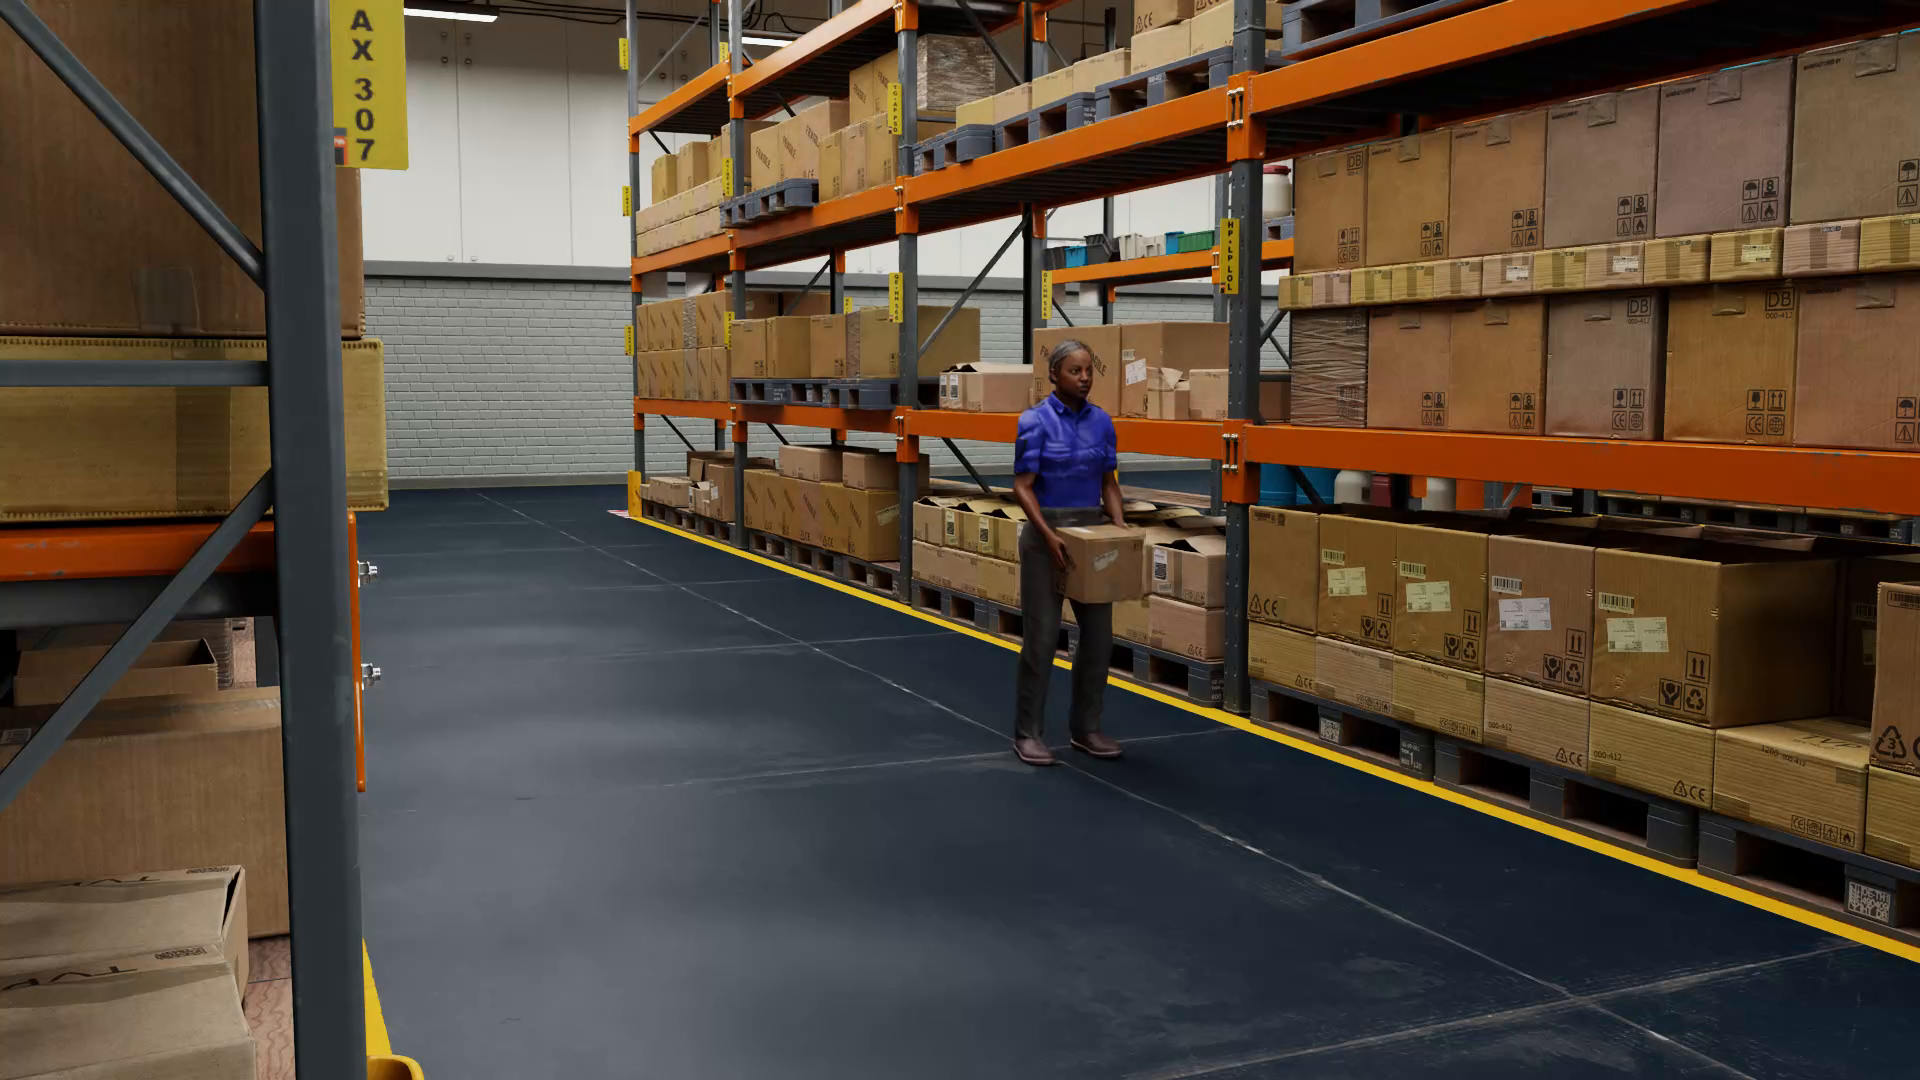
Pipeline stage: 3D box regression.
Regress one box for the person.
[{"bbox_3d":[0.447,0.038,6.593,0.478,1.663,0.405,-3,6,-25],"label":"person"}]
